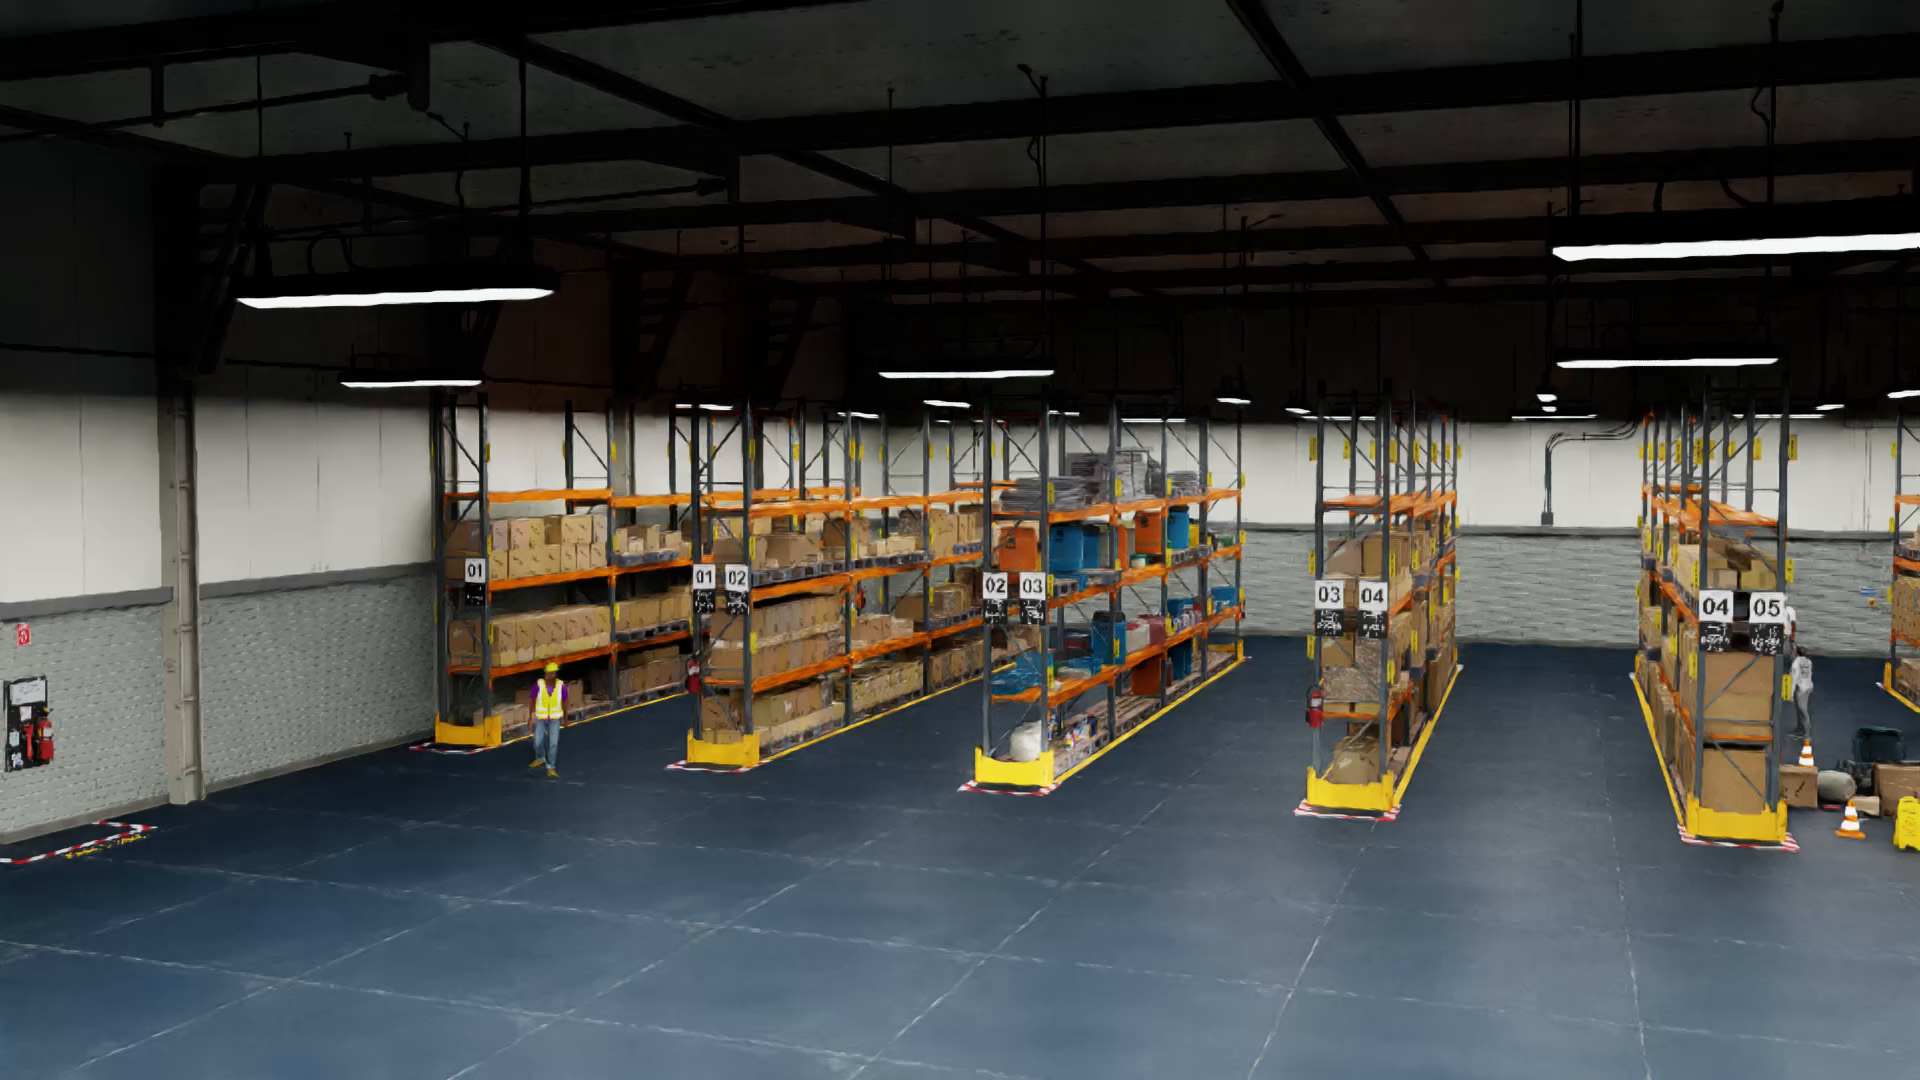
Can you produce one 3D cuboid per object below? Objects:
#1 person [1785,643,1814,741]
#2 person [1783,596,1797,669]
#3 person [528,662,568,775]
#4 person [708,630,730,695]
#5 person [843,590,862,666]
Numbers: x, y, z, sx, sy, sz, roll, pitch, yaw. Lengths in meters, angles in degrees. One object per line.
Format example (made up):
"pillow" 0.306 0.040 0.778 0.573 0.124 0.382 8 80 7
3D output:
"person" 14.560 2.619 28.838 0.573 1.665 0.543 -2 4 -38
"person" 18.728 2.124 37.751 0.595 1.757 0.595 -1 3 -24
"person" -6.395 2.755 25.822 0.613 1.753 0.576 -1 3 -16
"person" -4.802 2.327 33.169 0.608 1.787 0.487 -3 4 -40
"person" -2.520 2.050 38.622 0.489 1.763 0.616 0 3 -1
